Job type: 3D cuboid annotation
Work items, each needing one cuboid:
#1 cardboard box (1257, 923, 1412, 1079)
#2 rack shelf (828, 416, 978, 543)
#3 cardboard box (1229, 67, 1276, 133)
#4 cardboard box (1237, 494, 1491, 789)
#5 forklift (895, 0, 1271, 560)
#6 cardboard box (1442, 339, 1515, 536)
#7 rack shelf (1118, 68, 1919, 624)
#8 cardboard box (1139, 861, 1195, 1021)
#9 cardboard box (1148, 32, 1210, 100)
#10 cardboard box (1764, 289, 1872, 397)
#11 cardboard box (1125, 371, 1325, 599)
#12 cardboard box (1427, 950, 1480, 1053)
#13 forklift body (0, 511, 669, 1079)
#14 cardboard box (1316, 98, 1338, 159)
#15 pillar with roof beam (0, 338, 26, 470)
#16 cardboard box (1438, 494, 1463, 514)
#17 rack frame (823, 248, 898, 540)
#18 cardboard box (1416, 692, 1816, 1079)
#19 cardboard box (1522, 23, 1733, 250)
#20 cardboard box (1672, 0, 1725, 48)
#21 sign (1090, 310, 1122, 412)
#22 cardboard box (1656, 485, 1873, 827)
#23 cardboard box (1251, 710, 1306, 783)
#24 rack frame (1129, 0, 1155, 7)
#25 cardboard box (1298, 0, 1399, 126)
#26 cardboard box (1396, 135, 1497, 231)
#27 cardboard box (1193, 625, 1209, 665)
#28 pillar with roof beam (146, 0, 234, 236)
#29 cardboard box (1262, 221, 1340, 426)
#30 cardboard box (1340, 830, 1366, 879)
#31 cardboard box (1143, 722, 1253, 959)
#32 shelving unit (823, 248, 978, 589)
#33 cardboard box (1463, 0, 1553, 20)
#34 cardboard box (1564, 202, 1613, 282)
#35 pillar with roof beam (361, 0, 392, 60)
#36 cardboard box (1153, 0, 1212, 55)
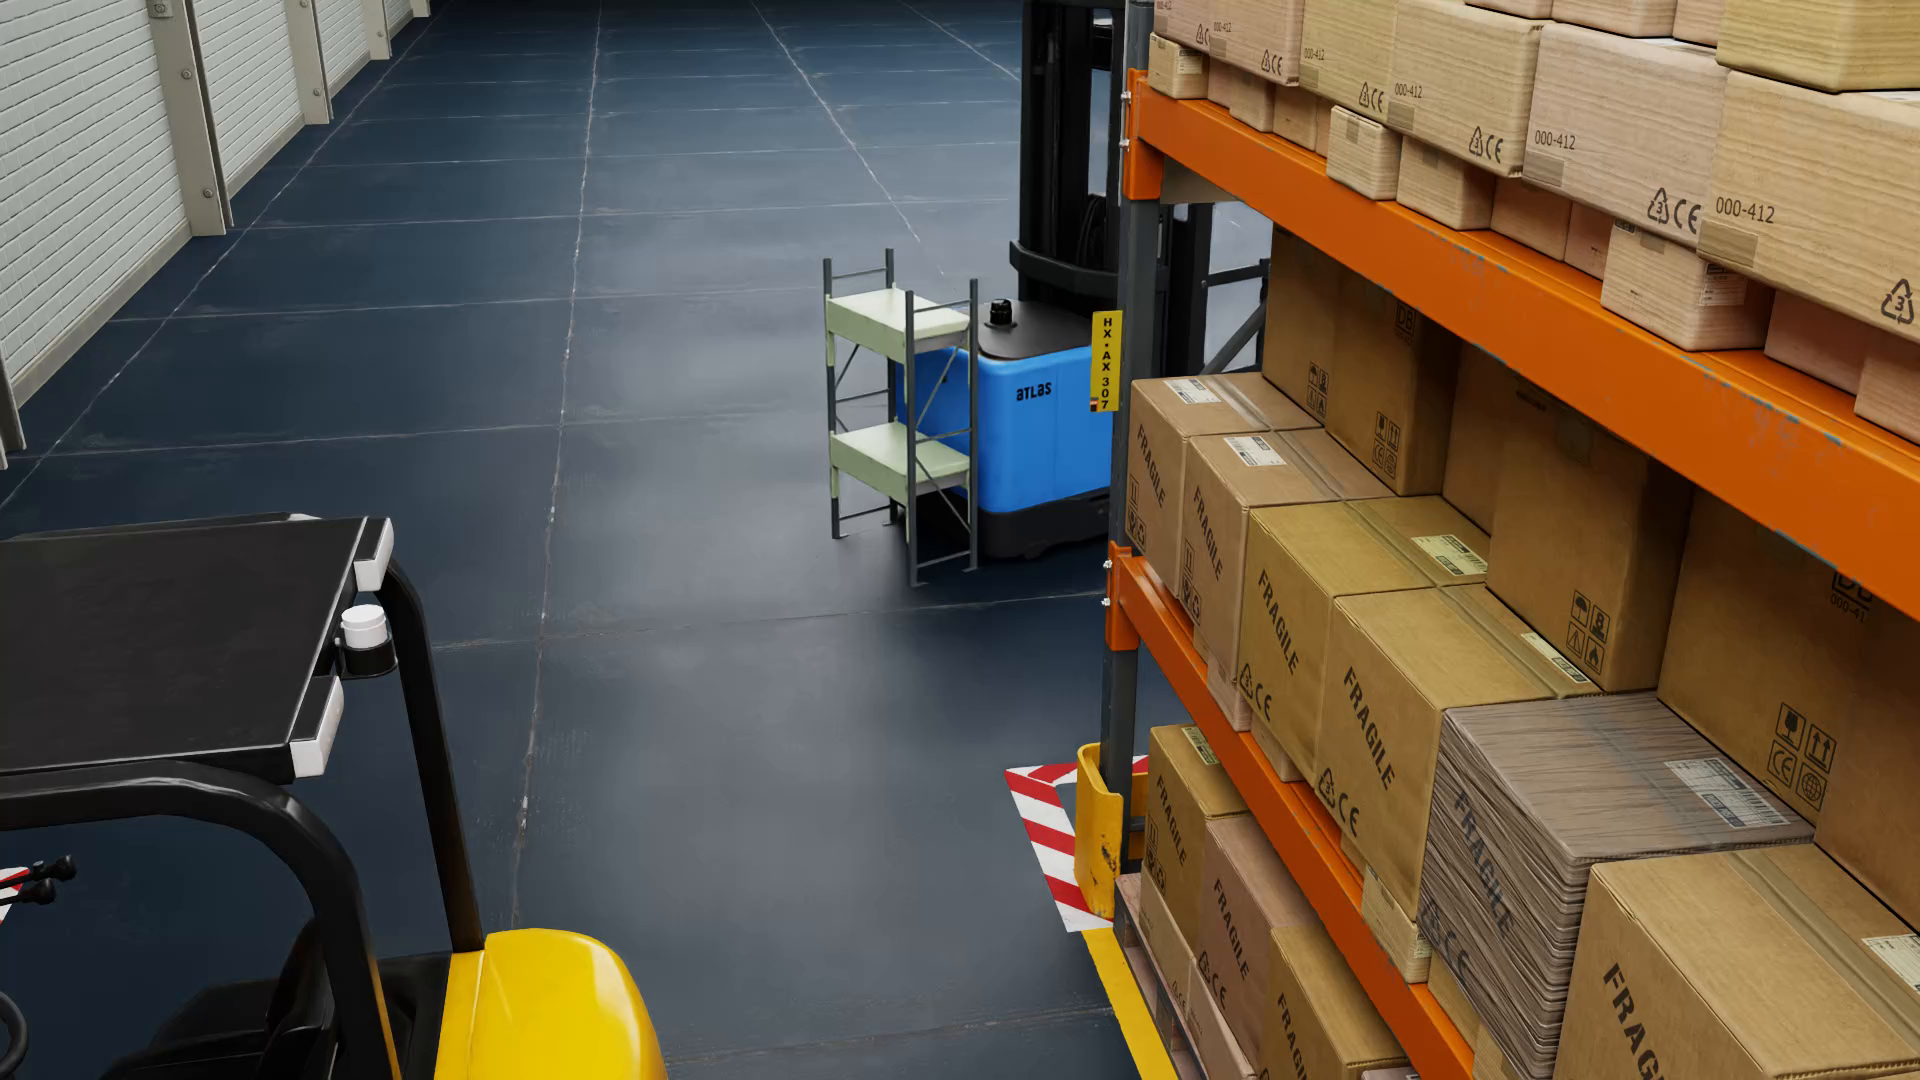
[{"bbox_3d":[1.060,1.274,4.058,0.500,0.500,0.500,-4,24,-9],"label":"cardboard box"},{"bbox_3d":[-0.294,-0.318,8.420,0.431,0.370,0.720,-16,28,-32],"label":"rack shelf"},{"bbox_3d":[0.886,-1.101,4.090,0.380,0.149,0.250,-4,24,-8],"label":"cardboard box"},{"bbox_3d":[1.001,0.229,3.982,0.500,0.500,0.500,-5,24,-11],"label":"cardboard box"},{"bbox_3d":[1.128,-1.685,8.946,3.031,2.935,1.130,-15,28,-31],"label":"forklift"},{"bbox_3d":[1.583,-0.263,3.858,0.700,0.500,0.500,-5,24,-10],"label":"cardboard box"},{"bbox_3d":[1.362,-0.458,3.202,1.077,0.370,4.000,-4,24,-10],"label":"rack shelf"},{"bbox_3d":[0.869,1.205,5.153,0.500,0.250,0.500,-5,24,-10],"label":"cardboard box"},{"bbox_3d":[0.734,-1.305,4.556,0.380,0.149,0.250,-4,24,-10],"label":"cardboard box"},{"bbox_3d":[1.342,-0.295,2.245,0.380,0.149,0.250,-5,24,-12],"label":"cardboard box"},{"bbox_3d":[0.807,-0.175,4.907,0.500,0.500,0.500,-5,24,-11],"label":"cardboard box"},{"bbox_3d":[1.164,0.883,3.295,0.380,0.149,0.250,-5,24,-11],"label":"cardboard box"},{"bbox_3d":[-1.742,1.169,3.387,2.313,2.155,1.214,-4,24,-10],"label":"forklift body"},{"bbox_3d":[1.009,-0.902,3.633,0.380,0.149,0.250,-5,24,-11],"label":"cardboard box"},{"bbox_3d":[-1.521,-4.918,8.768,9.100,9.000,0.400,-4,24,-10],"label":"pillar with roof beam"},{"bbox_3d":[1.451,0.008,4.487,0.500,0.500,0.500,-4,24,-10],"label":"cardboard box"},{"bbox_3d":[-0.505,-0.737,8.563,0.400,1.500,0.023,-16,28,-32],"label":"rack frame"},{"bbox_3d":[1.203,0.629,3.065,0.500,0.500,0.500,-4,24,-8],"label":"cardboard box"},{"bbox_3d":[1.211,-0.623,2.496,0.500,0.250,0.500,-5,24,-11],"label":"cardboard box"},{"bbox_3d":[1.251,-0.769,2.332,0.380,0.149,0.250,-5,24,-11],"label":"cardboard box"},{"bbox_3d":[0.459,-0.556,5.195,0.100,0.325,0.005,-4,24,-10],"label":"sign"},{"bbox_3d":[1.724,0.142,2.931,0.700,0.500,0.500,-5,24,-11],"label":"cardboard box"},{"bbox_3d":[0.964,0.475,4.228,0.380,0.149,0.250,-4,24,-8],"label":"cardboard box"},{"bbox_3d":[0.992,-2.949,4.259,1.000,3.000,0.127,-4,24,-10],"label":"rack frame"},{"bbox_3d":[1.027,-1.024,3.416,0.500,0.250,0.500,-4,24,-8],"label":"cardboard box"},{"bbox_3d":[1.066,-0.696,3.163,0.380,0.149,0.250,-5,24,-11],"label":"cardboard box"},{"bbox_3d":[0.881,0.273,4.692,0.380,0.149,0.250,-5,24,-11],"label":"cardboard box"},{"bbox_3d":[-2.631,-7.278,14.172,9.100,9.000,0.400,-4,24,-10],"label":"pillar with roof beam"},{"bbox_3d":[1.301,-0.655,4.757,0.700,0.500,0.500,-5,24,-11],"label":"cardboard box"},{"bbox_3d":[1.091,0.681,3.758,0.380,0.149,0.250,-5,24,-11],"label":"cardboard box"},{"bbox_3d":[0.874,0.871,4.981,0.500,0.500,0.500,-5,24,-12],"label":"cardboard box"},{"bbox_3d":[-0.294,-0.617,8.289,0.431,1.500,0.755,-16,28,-32],"label":"shelving unit"},{"bbox_3d":[1.078,-0.963,2.776,0.380,0.149,0.250,-4,24,-9],"label":"cardboard box"},{"bbox_3d":[1.232,-0.502,2.717,0.380,0.149,0.250,-4,24,-9],"label":"cardboard box"},{"bbox_3d":[-4.850,-11.998,24.979,9.100,9.000,0.400,-4,24,-10],"label":"pillar with roof beam"},{"bbox_3d":[0.823,-1.425,4.332,0.500,0.250,0.500,-5,24,-11],"label":"cardboard box"}]
